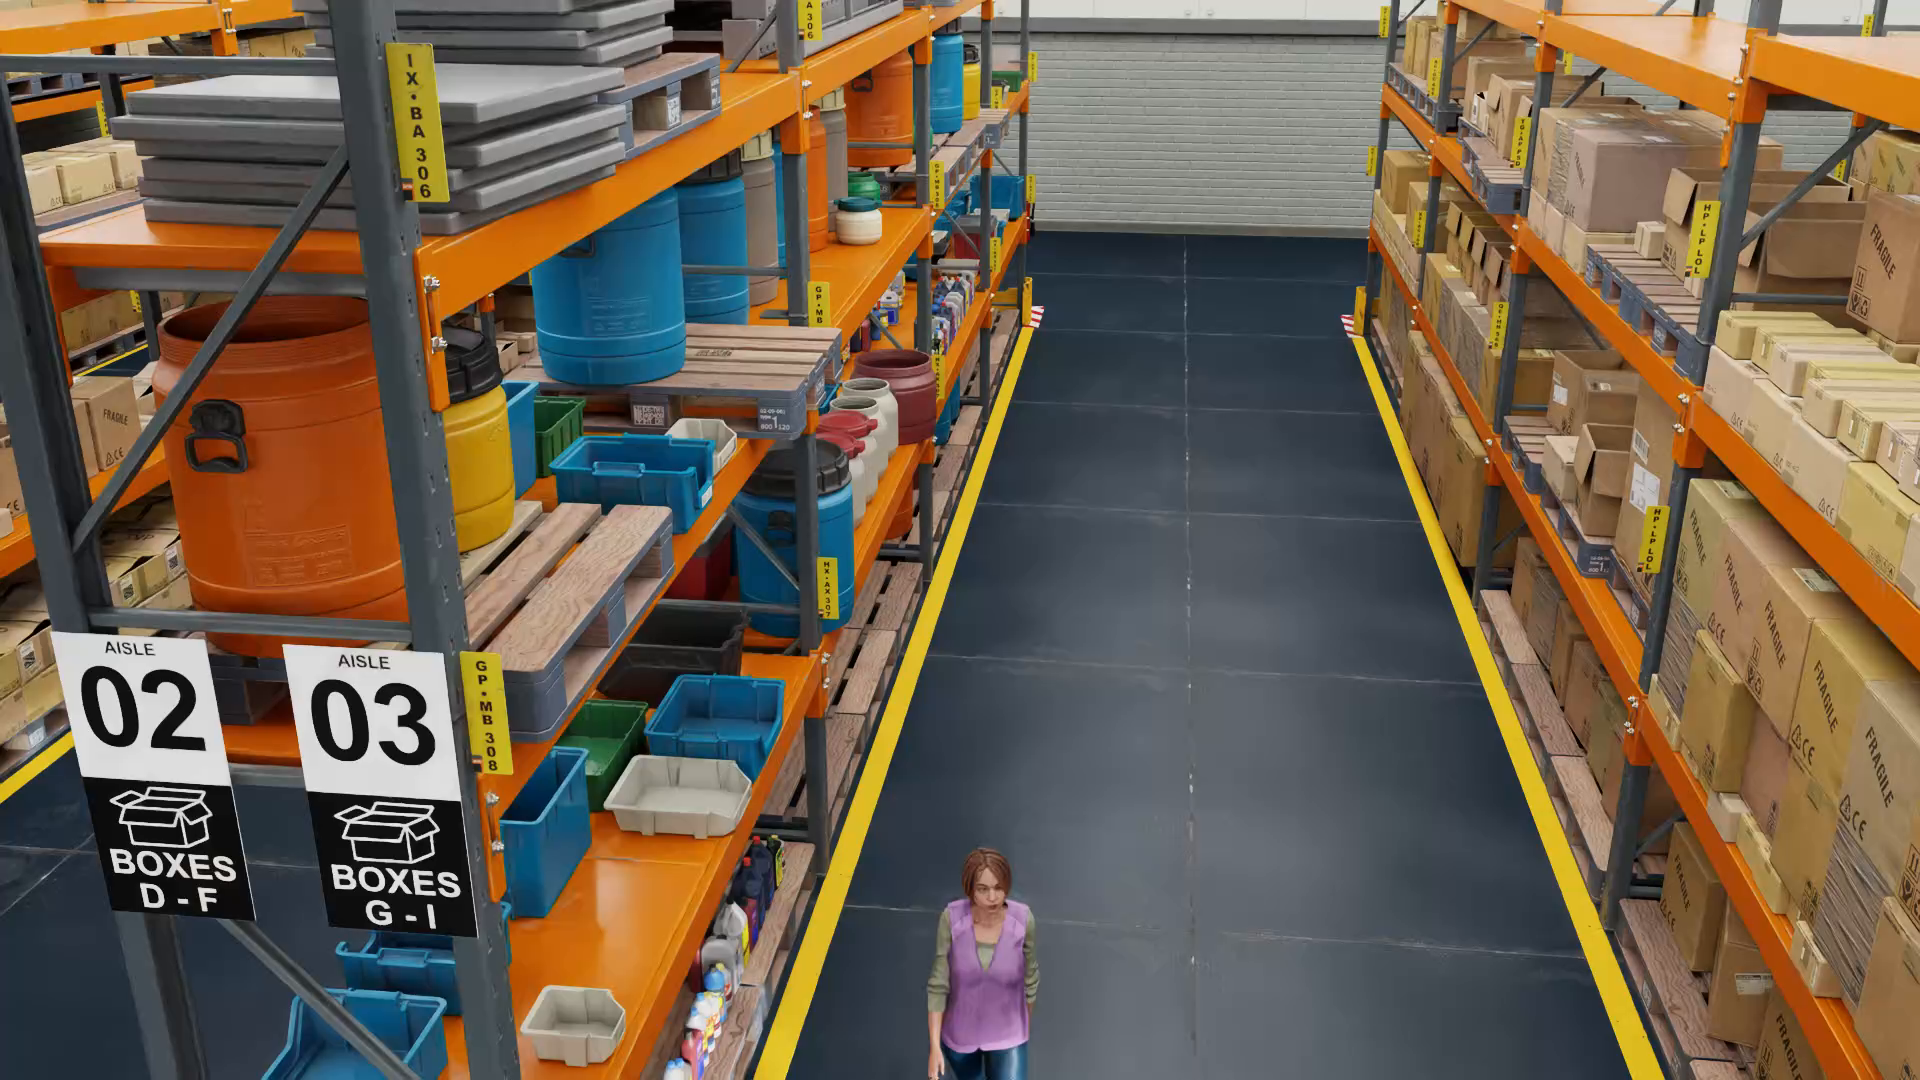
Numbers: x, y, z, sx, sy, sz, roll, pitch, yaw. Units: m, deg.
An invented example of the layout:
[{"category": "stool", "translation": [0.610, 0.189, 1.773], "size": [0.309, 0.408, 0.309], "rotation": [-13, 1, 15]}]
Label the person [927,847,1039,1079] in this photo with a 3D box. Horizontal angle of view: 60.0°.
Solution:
[{"category": "person", "translation": [0.080, 1.881, 6.299], "size": [0.408, 1.536, 0.944], "rotation": [3, 22, 7]}]
